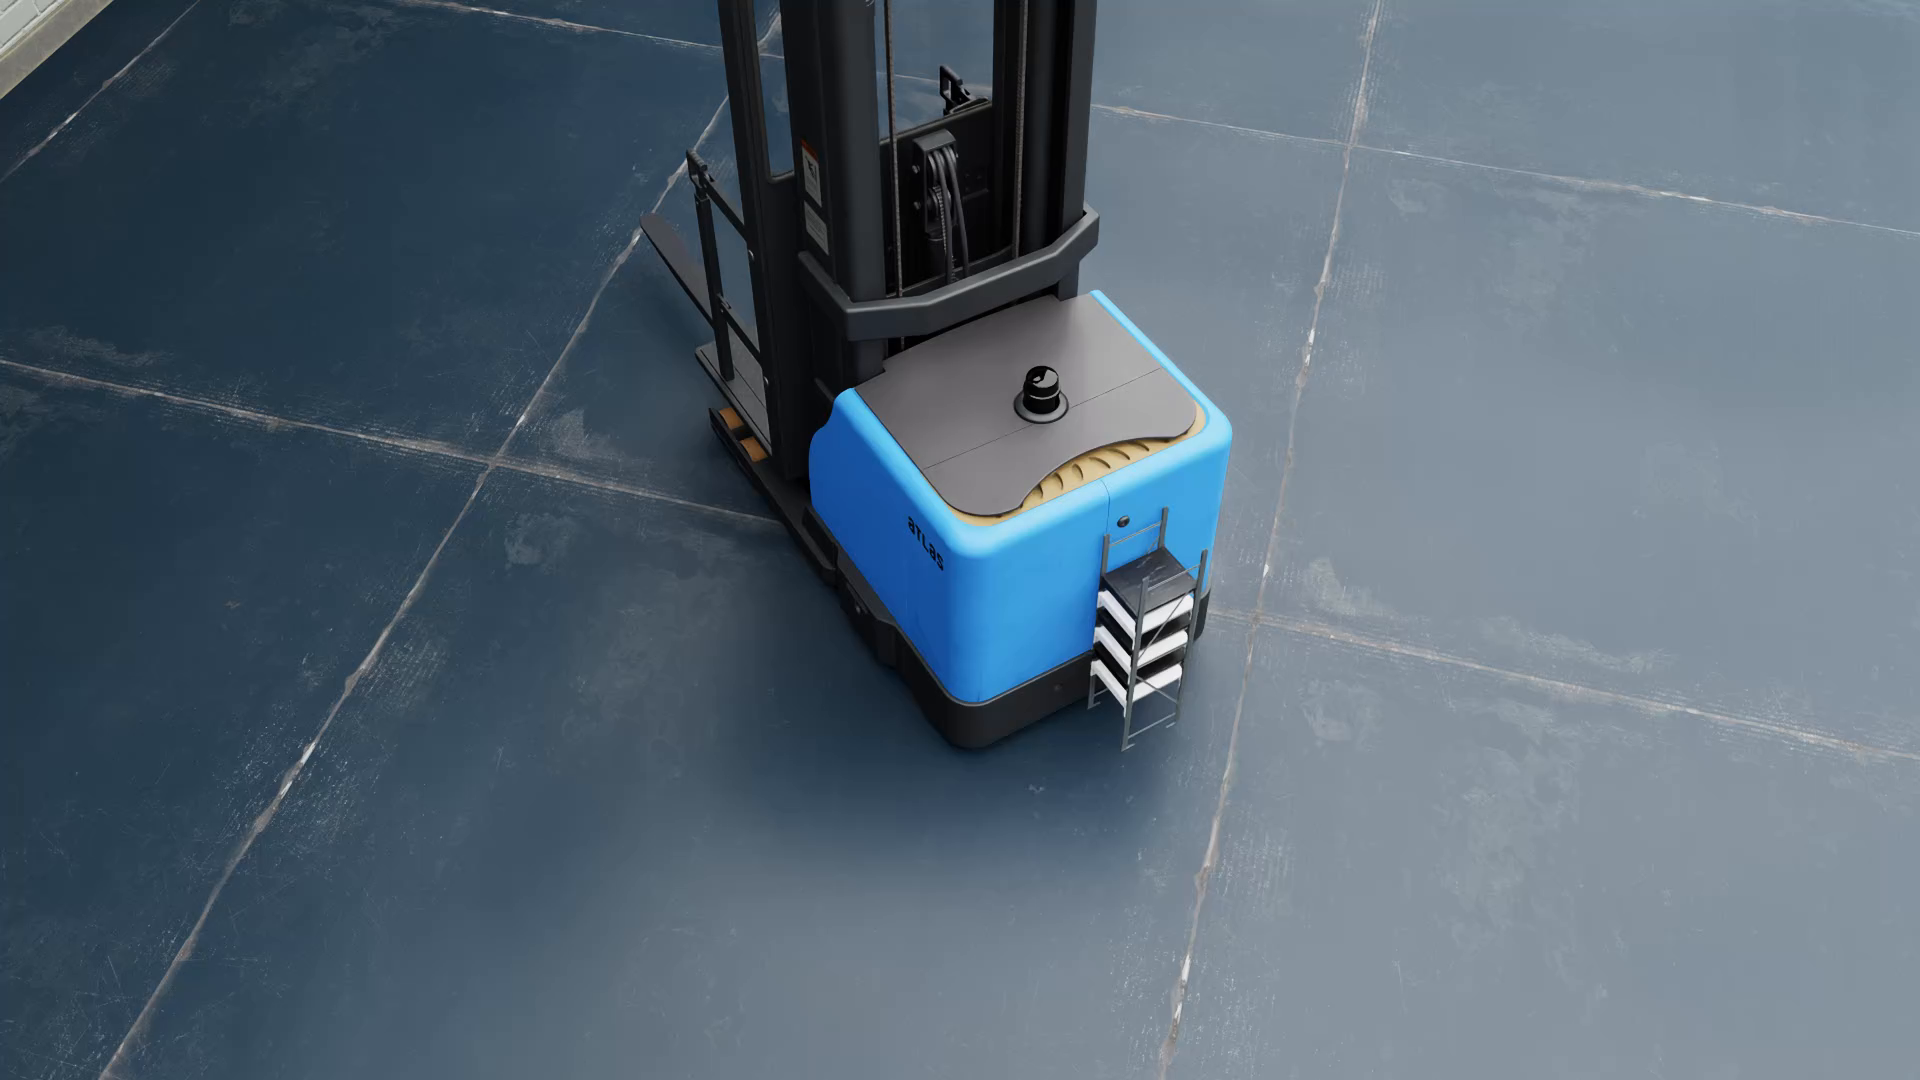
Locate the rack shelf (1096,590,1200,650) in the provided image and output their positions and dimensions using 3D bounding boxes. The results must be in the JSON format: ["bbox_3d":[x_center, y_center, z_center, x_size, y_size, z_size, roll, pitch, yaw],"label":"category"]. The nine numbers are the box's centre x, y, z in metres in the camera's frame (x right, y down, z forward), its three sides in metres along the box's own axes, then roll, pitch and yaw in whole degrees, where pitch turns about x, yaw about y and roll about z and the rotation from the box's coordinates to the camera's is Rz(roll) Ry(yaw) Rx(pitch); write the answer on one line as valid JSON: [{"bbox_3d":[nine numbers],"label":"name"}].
[{"bbox_3d":[0.595,0.208,5.271,0.258,0.077,0.200,-24,53,-20],"label":"rack shelf"}]

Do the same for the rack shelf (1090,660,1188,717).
[{"bbox_3d":[0.595,0.446,5.541,0.258,0.077,0.200,-24,53,-20],"label":"rack shelf"}]

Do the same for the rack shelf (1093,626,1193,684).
[{"bbox_3d":[0.595,0.327,5.406,0.258,0.077,0.200,-24,53,-20],"label":"rack shelf"}]

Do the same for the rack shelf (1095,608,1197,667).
[{"bbox_3d":[0.595,0.267,5.338,0.258,0.077,0.200,-24,53,-20],"label":"rack shelf"}]

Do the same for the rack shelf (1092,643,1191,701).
[{"bbox_3d":[0.595,0.386,5.473,0.258,0.077,0.200,-24,53,-20],"label":"rack shelf"}]

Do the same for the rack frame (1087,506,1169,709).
[{"bbox_3d":[0.542,0.239,5.439,0.240,0.900,0.006,-24,53,-20],"label":"rack frame"}]

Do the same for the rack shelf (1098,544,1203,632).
[{"bbox_3d":[0.595,0.148,5.203,0.258,0.077,0.200,-24,53,-20],"label":"rack shelf"}]

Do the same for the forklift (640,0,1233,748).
[{"bbox_3d":[-0.322,-1.374,5.508,1.130,2.935,3.031,-24,53,-20],"label":"forklift"}]

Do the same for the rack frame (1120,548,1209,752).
[{"bbox_3d":[0.647,0.370,5.323,0.240,0.900,0.006,-24,53,-20],"label":"rack frame"}]

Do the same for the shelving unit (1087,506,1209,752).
[{"bbox_3d":[0.595,0.305,5.381,0.258,0.900,0.210,-24,53,-20],"label":"shelving unit"}]
